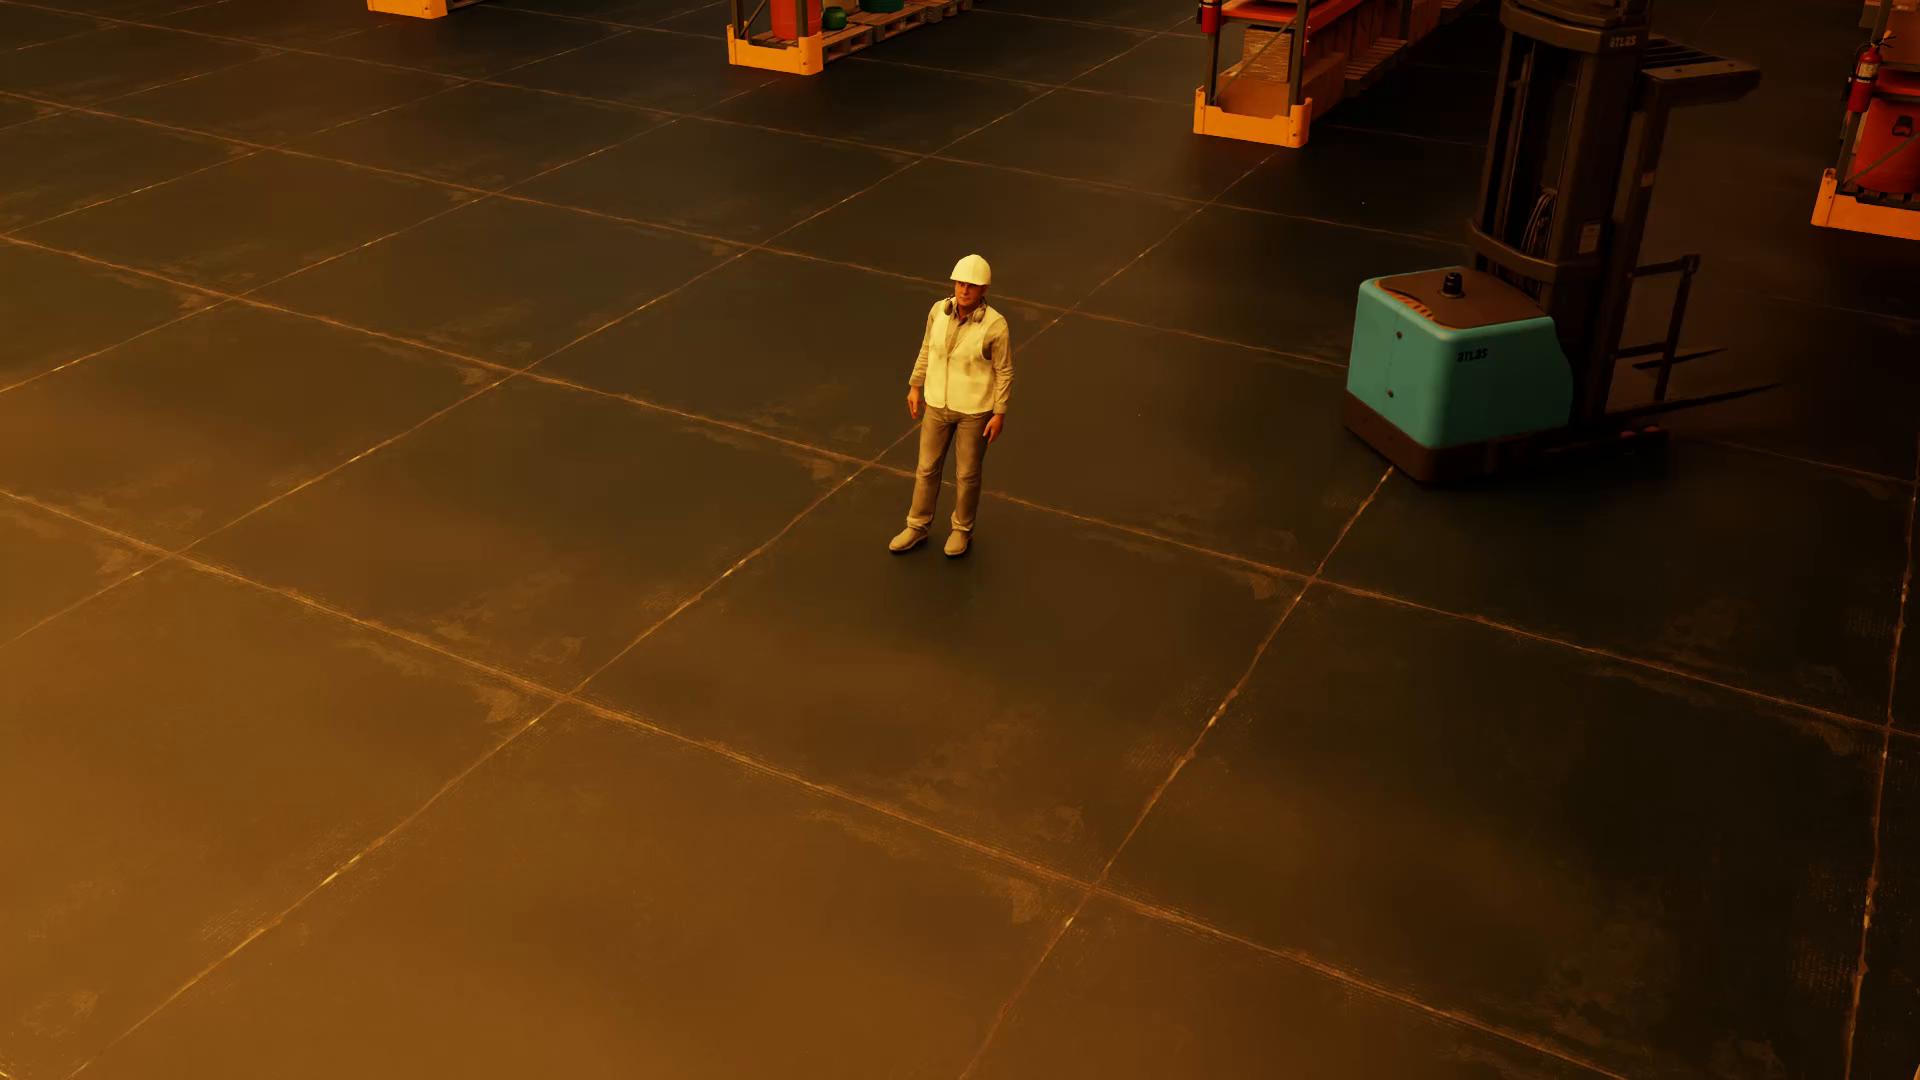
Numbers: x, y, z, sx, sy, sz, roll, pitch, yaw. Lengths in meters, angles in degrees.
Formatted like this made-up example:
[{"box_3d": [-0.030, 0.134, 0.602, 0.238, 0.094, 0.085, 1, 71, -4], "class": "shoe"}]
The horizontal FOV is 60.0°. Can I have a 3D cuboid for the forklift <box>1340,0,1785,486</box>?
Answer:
[{"box_3d": [4.146, -2.059, 10.638, 3.031, 2.935, 1.130, -10, 32, -17], "class": "forklift"}]

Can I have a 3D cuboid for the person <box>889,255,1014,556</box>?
[{"box_3d": [-0.037, -0.749, 9.511, 0.634, 1.775, 0.566, 15, 33, 25], "class": "person"}]
